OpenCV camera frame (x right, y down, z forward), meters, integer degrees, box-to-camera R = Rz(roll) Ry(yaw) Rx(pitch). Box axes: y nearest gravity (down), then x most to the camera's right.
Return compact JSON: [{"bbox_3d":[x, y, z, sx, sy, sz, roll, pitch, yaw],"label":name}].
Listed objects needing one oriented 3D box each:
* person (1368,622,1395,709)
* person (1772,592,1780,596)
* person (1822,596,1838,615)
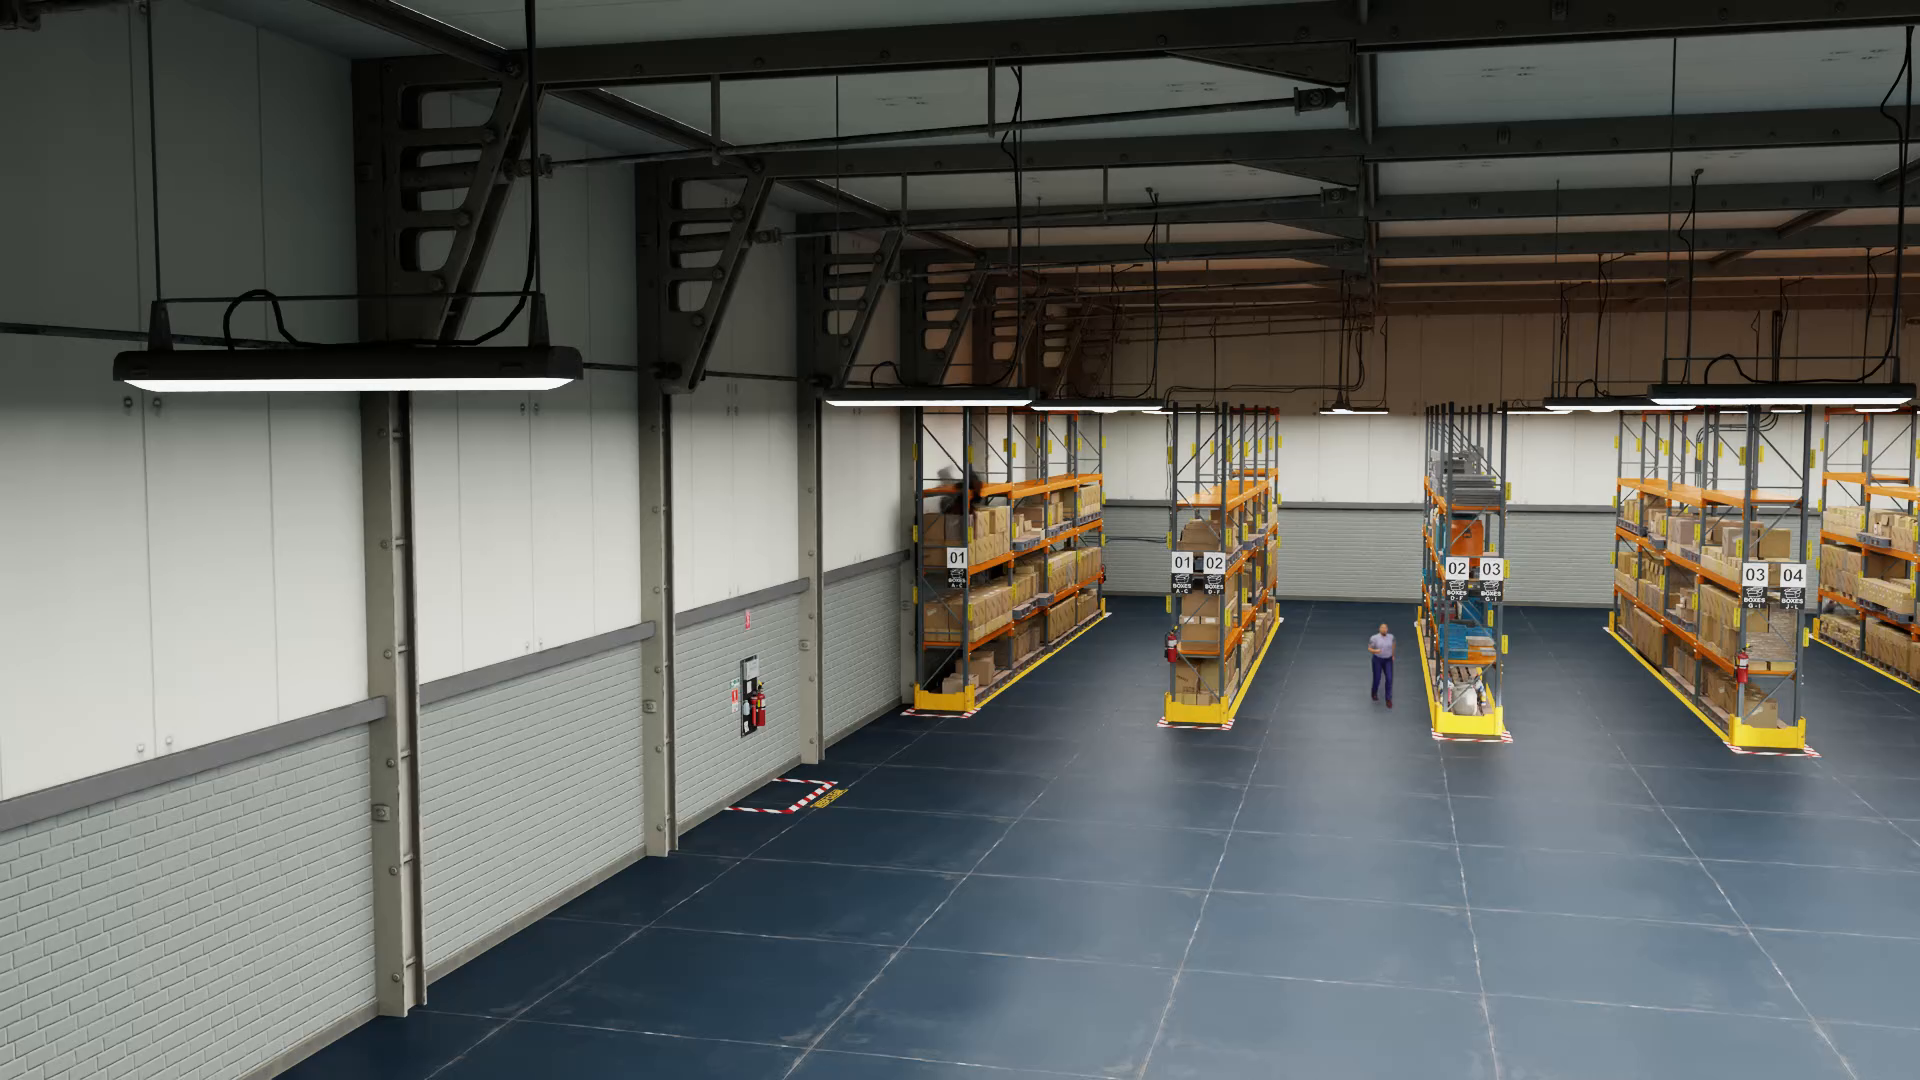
[{"bbox_3d":[8.393,2.453,33.079,0.568,1.667,0.901,0,4,4],"label":"person"},{"bbox_3d":[20.719,1.746,42.024,0.648,1.740,0.589,1,4,13],"label":"person"},{"bbox_3d":[23.208,1.620,44.321,0.582,1.668,0.802,3,5,35],"label":"person"}]
